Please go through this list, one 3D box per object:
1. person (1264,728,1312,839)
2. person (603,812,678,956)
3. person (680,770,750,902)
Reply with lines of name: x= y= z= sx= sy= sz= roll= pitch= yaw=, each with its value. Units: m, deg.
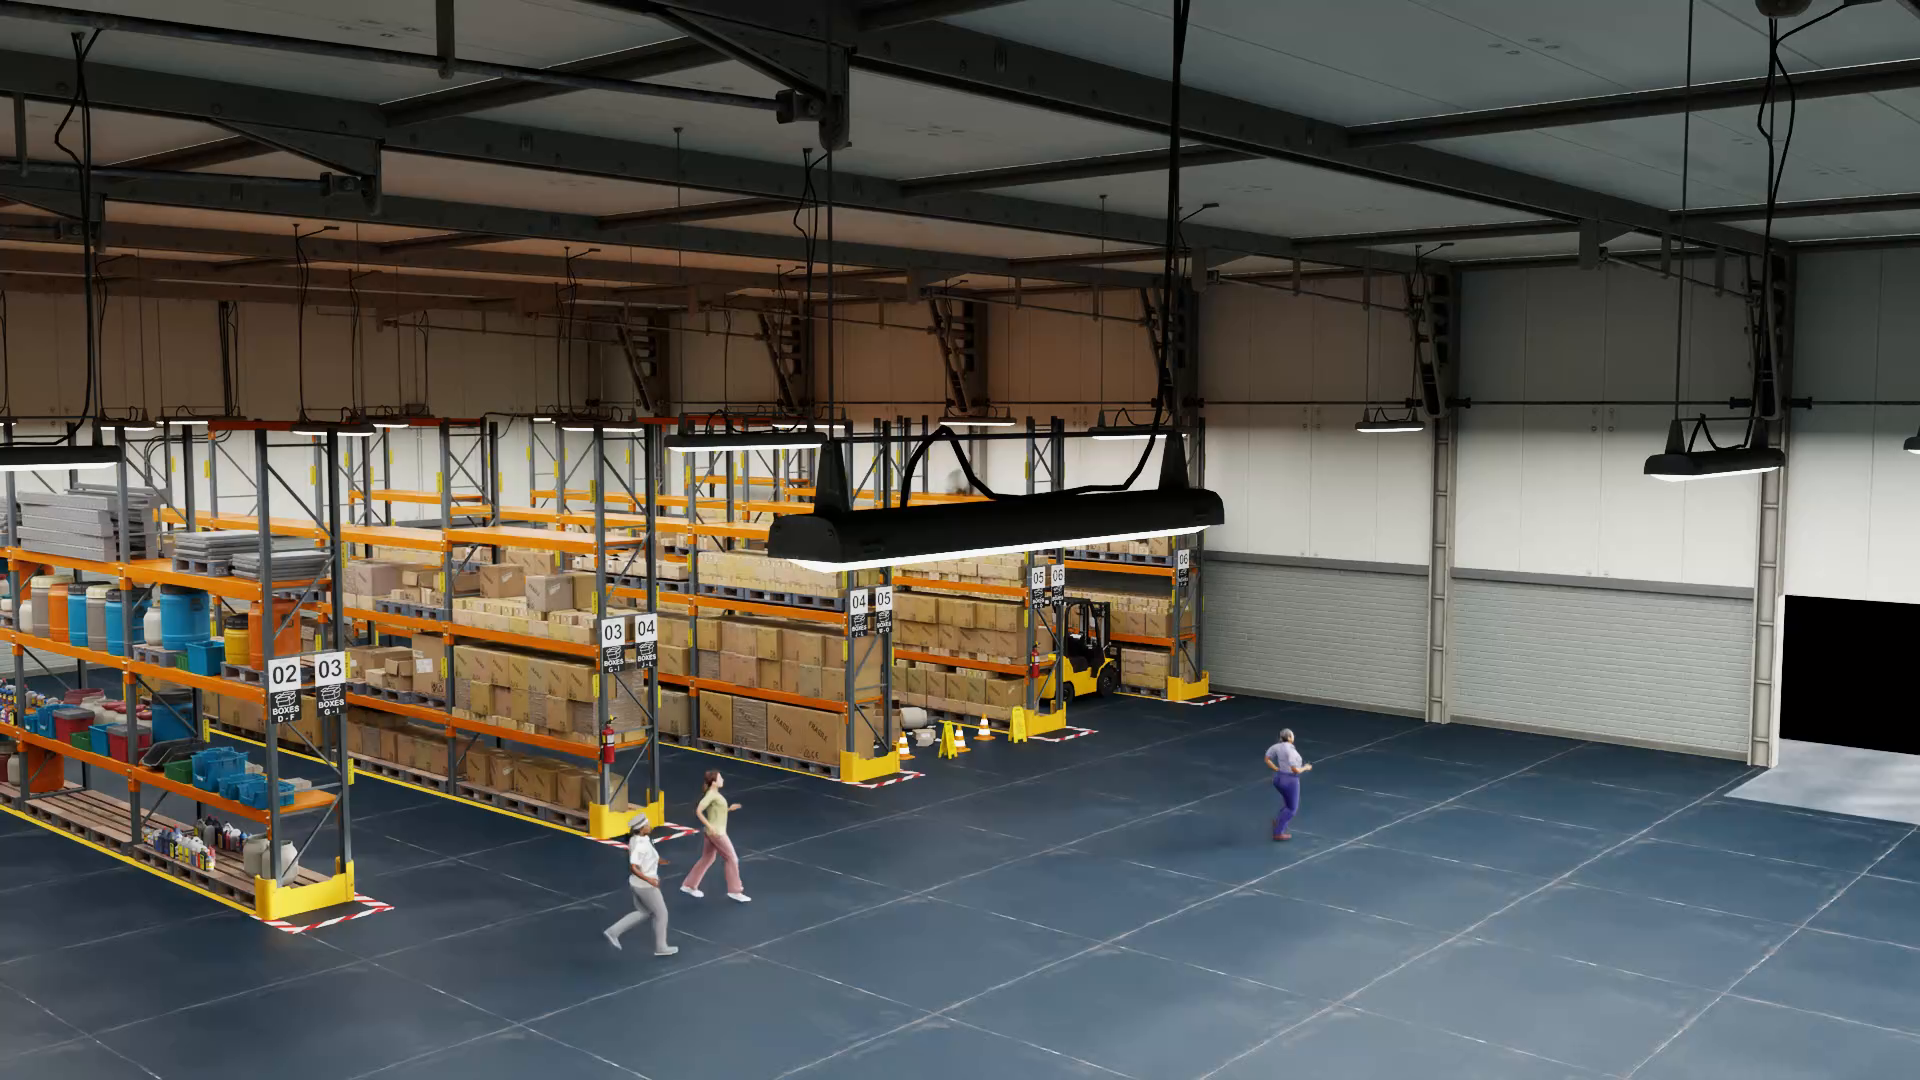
person: x=4.778 y=3.521 z=24.079 sx=0.583 sy=1.627 sz=0.589 roll=-2 pitch=5 yaw=-20
person: x=-3.625 y=3.921 z=18.903 sx=0.834 sy=1.669 sz=0.588 roll=-2 pitch=5 yaw=-23
person: x=-3.098 y=3.736 z=20.981 sx=0.875 sy=1.701 sz=0.560 roll=-1 pitch=5 yaw=-16
